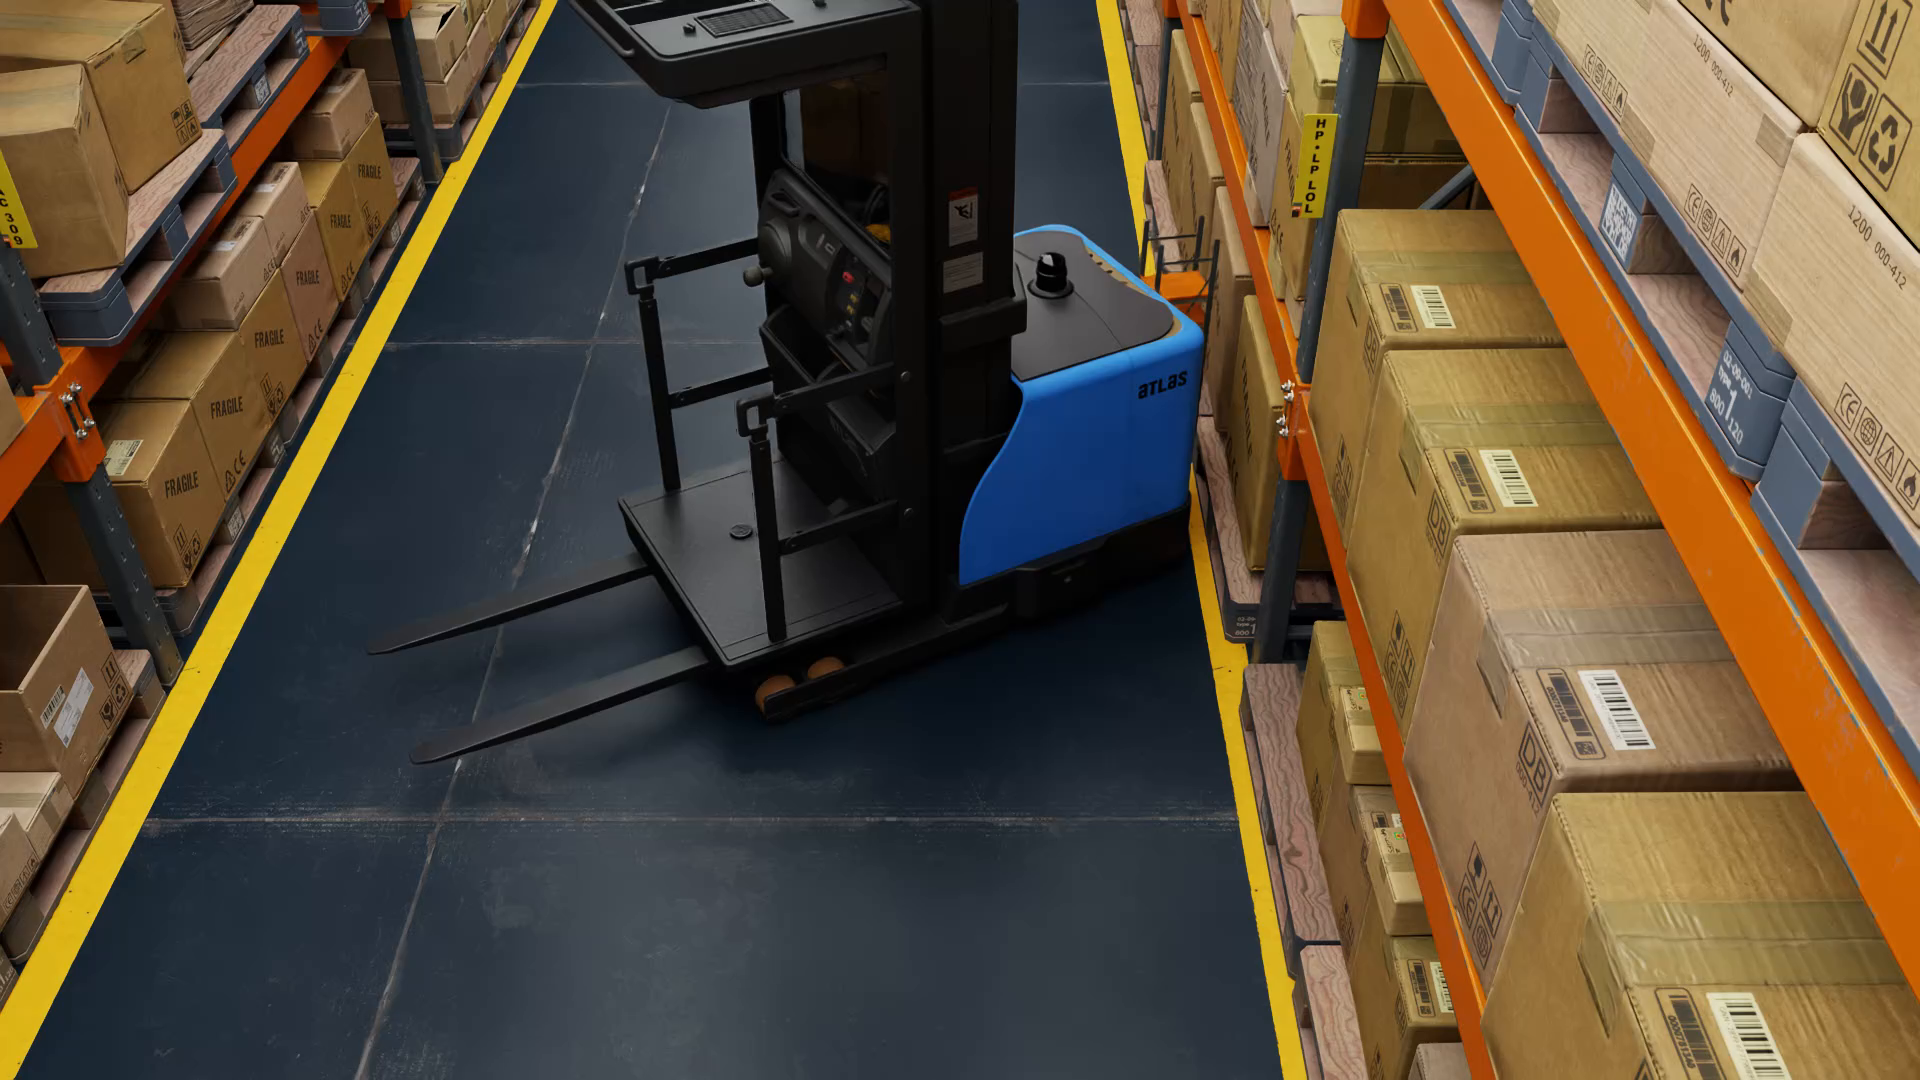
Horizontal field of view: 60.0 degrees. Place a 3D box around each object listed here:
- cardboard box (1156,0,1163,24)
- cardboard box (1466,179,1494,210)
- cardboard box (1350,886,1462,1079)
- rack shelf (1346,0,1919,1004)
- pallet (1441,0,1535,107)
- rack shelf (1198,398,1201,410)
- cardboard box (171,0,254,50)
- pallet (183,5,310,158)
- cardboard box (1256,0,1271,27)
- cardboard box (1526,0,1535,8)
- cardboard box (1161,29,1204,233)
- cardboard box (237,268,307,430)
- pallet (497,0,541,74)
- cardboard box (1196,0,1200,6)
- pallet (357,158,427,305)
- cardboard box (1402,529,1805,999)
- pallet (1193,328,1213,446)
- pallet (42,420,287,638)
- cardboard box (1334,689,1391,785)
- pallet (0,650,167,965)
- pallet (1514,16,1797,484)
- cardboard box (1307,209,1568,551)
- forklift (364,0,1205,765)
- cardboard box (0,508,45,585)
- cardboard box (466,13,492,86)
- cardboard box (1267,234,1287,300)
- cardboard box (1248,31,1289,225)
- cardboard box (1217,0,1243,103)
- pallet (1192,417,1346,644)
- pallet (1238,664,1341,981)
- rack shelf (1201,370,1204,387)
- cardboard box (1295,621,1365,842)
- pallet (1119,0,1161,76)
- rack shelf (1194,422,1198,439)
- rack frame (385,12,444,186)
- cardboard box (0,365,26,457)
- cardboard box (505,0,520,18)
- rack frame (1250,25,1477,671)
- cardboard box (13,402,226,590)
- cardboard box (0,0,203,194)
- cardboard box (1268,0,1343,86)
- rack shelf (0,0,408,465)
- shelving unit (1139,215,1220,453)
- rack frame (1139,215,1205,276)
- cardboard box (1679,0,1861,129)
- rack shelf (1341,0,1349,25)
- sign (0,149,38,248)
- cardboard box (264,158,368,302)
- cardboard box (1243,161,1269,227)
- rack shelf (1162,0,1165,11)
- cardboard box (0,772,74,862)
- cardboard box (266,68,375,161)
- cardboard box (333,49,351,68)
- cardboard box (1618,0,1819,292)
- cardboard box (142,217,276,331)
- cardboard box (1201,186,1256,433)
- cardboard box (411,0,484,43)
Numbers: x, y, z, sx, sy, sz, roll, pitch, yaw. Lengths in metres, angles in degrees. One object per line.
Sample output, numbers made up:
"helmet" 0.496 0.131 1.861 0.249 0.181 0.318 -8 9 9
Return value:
"cardboard box" 1.607 -3.453 10.308 0.700 0.500 0.500 0 39 0
"cardboard box" 1.829 -1.123 5.419 0.500 0.500 0.500 -1 39 -2
"cardboard box" 1.472 1.242 4.465 0.700 0.500 0.500 1 39 1
"rack shelf" 1.580 -0.312 2.917 1.077 0.370 4.000 0 39 0
"pallet" 1.568 -1.297 3.642 1.003 0.211 1.213 0 39 0
"rack shelf" 0.829 -0.587 6.780 0.258 0.103 0.180 -7 41 -10
"cardboard box" -3.457 -2.405 6.937 0.700 0.500 0.500 7 39 8
"pallet" -3.374 -1.877 6.847 1.003 0.211 1.213 0 39 0
"cardboard box" 1.330 -2.059 5.987 0.500 0.250 0.500 1 39 1
"cardboard box" 1.301 -1.236 3.200 0.500 0.250 0.500 -1 39 -1
"cardboard box" 1.443 -2.039 8.279 0.750 0.750 0.750 -1 39 -1
"cardboard box" -3.138 -0.812 7.011 0.500 0.500 0.500 0 39 0
"pallet" -3.341 -3.356 10.769 1.003 0.211 1.213 0 39 0
"cardboard box" 1.309 -2.705 7.393 0.500 0.500 0.500 1 39 1
"pallet" -3.418 -1.613 8.594 1.003 0.211 1.213 0 39 0
"cardboard box" 1.568 0.461 3.536 0.980 0.700 0.700 -2 39 -2
"pallet" 1.497 -0.832 7.619 1.003 0.211 1.213 0 39 0
"pallet" -3.415 -0.087 6.690 1.003 0.211 1.213 0 39 0
"cardboard box" 1.294 0.568 4.787 0.380 0.149 0.250 1 39 1
"pallet" -3.376 0.851 5.519 1.003 0.211 1.213 0 39 0
"pallet" 1.567 -0.536 2.692 1.003 0.211 1.213 0 39 0
"cardboard box" 1.562 -0.450 4.673 0.980 0.700 0.700 1 39 1
"forklift" -0.640 -0.875 5.498 3.031 2.935 1.130 -19 43 -22
"cardboard box" -3.663 -0.171 6.212 0.500 0.500 0.500 0 39 0
"cardboard box" -3.089 -2.901 9.834 0.500 0.250 0.500 -1 39 -1
"cardboard box" 1.270 -0.951 5.723 0.380 0.149 0.250 1 39 1
"cardboard box" 1.315 -1.443 5.818 0.500 0.500 0.500 0 39 0
"cardboard box" 1.317 -2.069 6.600 0.500 0.500 0.500 1 39 1
"pallet" 1.501 -0.067 6.665 1.003 0.211 1.213 0 39 0
"pallet" 1.500 0.891 5.469 1.003 0.211 1.213 0 39 0
"rack shelf" 0.831 -0.679 6.703 0.258 0.103 0.180 -7 41 -10
"cardboard box" 1.476 0.607 5.257 0.700 0.500 0.500 0 39 1
"pallet" 1.575 -3.335 10.743 1.003 0.211 1.213 0 39 0
"rack shelf" 0.827 -0.496 6.858 0.258 0.103 0.180 -7 41 -10
"rack frame" -3.381 -3.168 8.305 1.000 3.000 0.127 0 39 0
"cardboard box" -3.119 -0.393 4.762 0.500 0.500 0.500 1 39 1
"cardboard box" -3.096 -3.547 10.640 0.500 0.250 0.500 1 39 1
"rack frame" 1.578 -0.673 5.191 1.000 3.000 0.127 0 39 0
"cardboard box" -3.133 -0.166 6.205 0.500 0.500 0.500 -2 39 -2
"cardboard box" -3.217 -1.596 5.927 0.700 0.500 0.500 6 39 7
"cardboard box" 1.330 -1.740 5.589 0.500 0.250 0.500 1 39 1
"rack shelf" -3.378 -1.637 6.969 1.077 0.370 4.000 0 39 0
"shelving unit" 0.831 -0.713 6.674 0.258 1.200 0.189 -7 41 -10
"rack frame" 0.812 -0.771 6.742 0.240 1.200 0.006 -7 41 -10
"cardboard box" 1.310 -0.875 2.150 0.500 0.500 0.500 -2 39 -2
"rack shelf" 1.575 -2.813 6.038 1.077 0.370 4.000 0 39 0
"sign" -2.833 -1.010 4.919 0.100 0.325 0.005 0 39 0
"cardboard box" -3.144 -1.456 7.815 0.500 0.500 0.500 -1 39 -2
"cardboard box" 1.256 -1.279 6.132 0.380 0.149 0.250 0 39 0
"rack shelf" 1.571 -4.144 10.098 1.077 0.370 4.000 0 39 0
"cardboard box" -3.031 0.865 5.200 0.380 0.149 0.250 0 39 0
"cardboard box" -3.140 -2.037 7.941 0.500 0.250 0.500 1 39 2
"cardboard box" -3.627 -2.805 9.266 0.500 0.311 0.500 1 39 1
"cardboard box" 1.309 -0.595 2.399 0.500 0.250 0.500 -1 39 -1
"cardboard box" -3.134 -1.084 6.751 0.500 0.250 0.500 0 39 0
"cardboard box" 1.443 -0.960 6.932 0.750 0.750 0.750 1 39 1
"cardboard box" -3.097 -3.134 9.677 0.500 0.311 0.500 -1 39 -1
